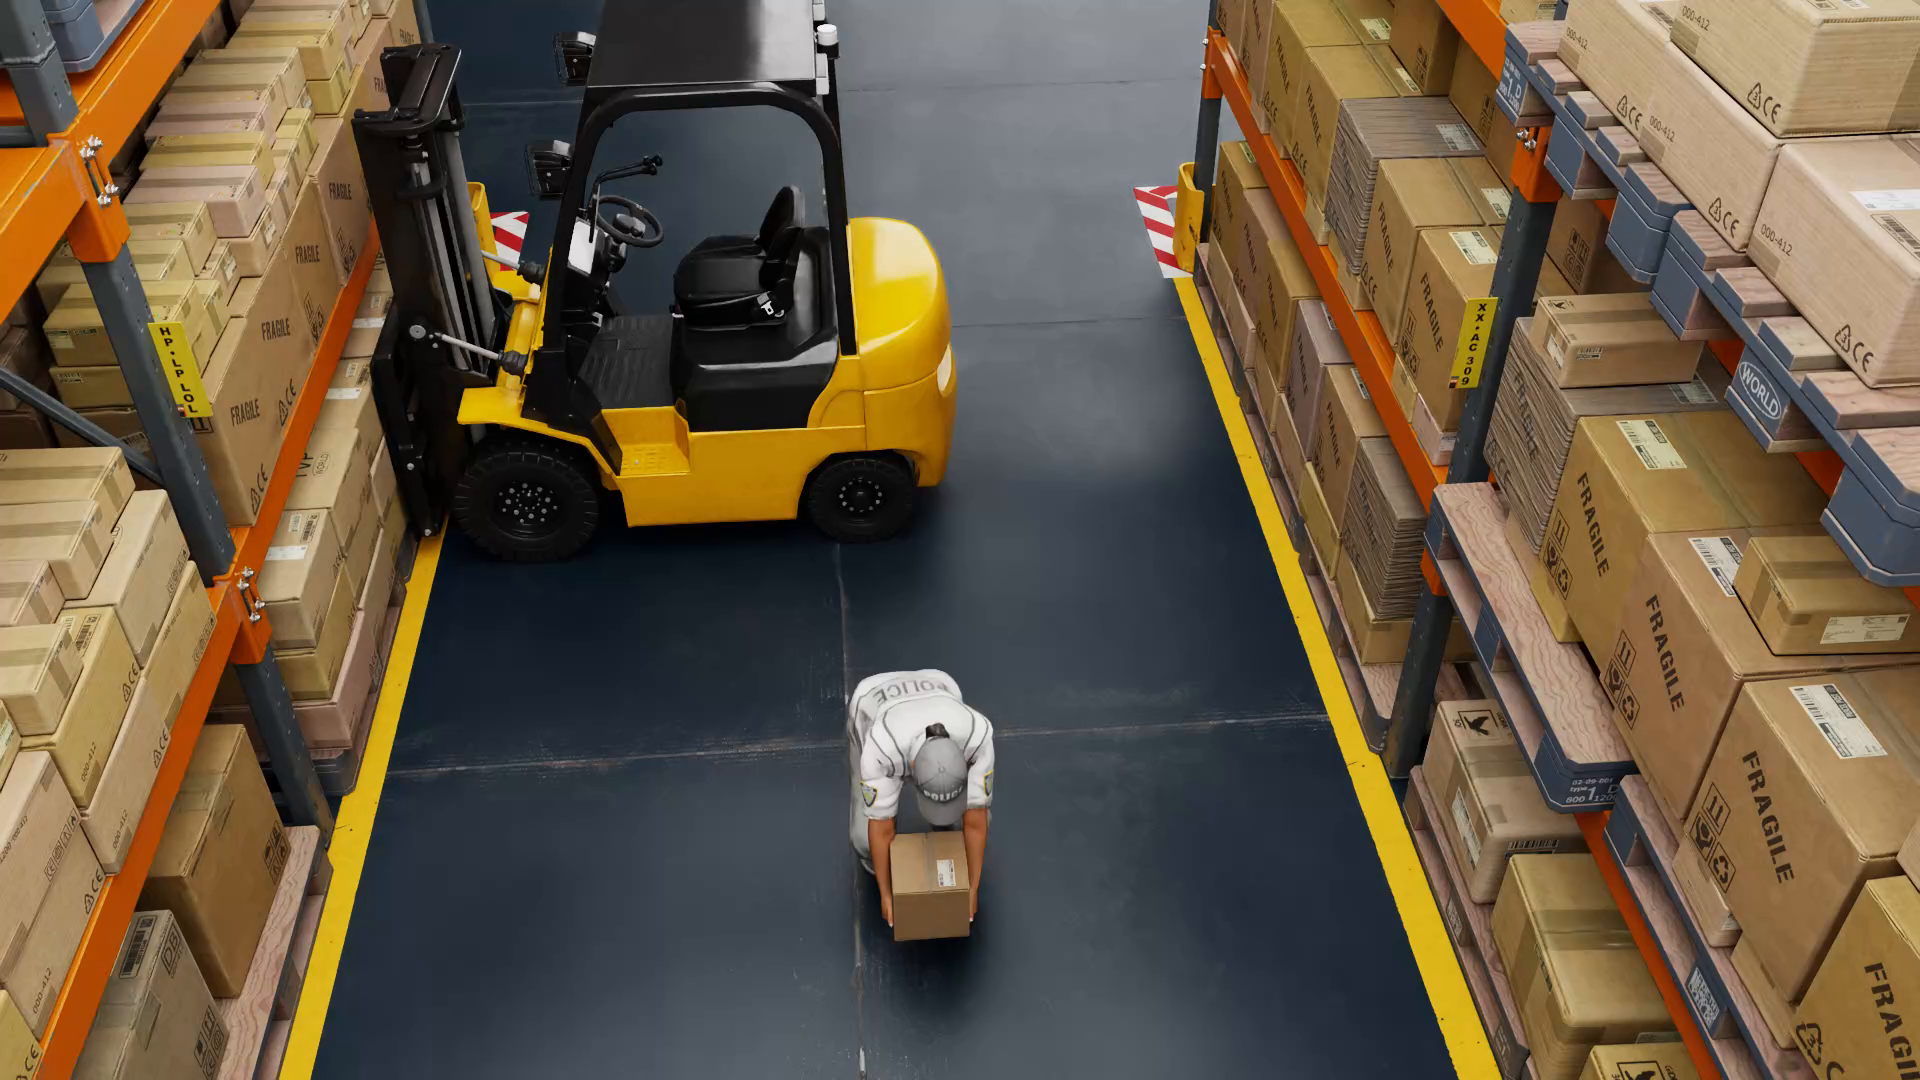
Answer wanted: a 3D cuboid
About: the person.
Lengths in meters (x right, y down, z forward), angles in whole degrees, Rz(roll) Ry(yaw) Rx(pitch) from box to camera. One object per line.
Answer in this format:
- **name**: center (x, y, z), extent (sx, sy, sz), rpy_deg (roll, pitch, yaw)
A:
- **person**: center (-0.147, 0.809, 5.703), extent (0.495, 0.907, 0.867), rpy_deg (-4, 40, -5)
